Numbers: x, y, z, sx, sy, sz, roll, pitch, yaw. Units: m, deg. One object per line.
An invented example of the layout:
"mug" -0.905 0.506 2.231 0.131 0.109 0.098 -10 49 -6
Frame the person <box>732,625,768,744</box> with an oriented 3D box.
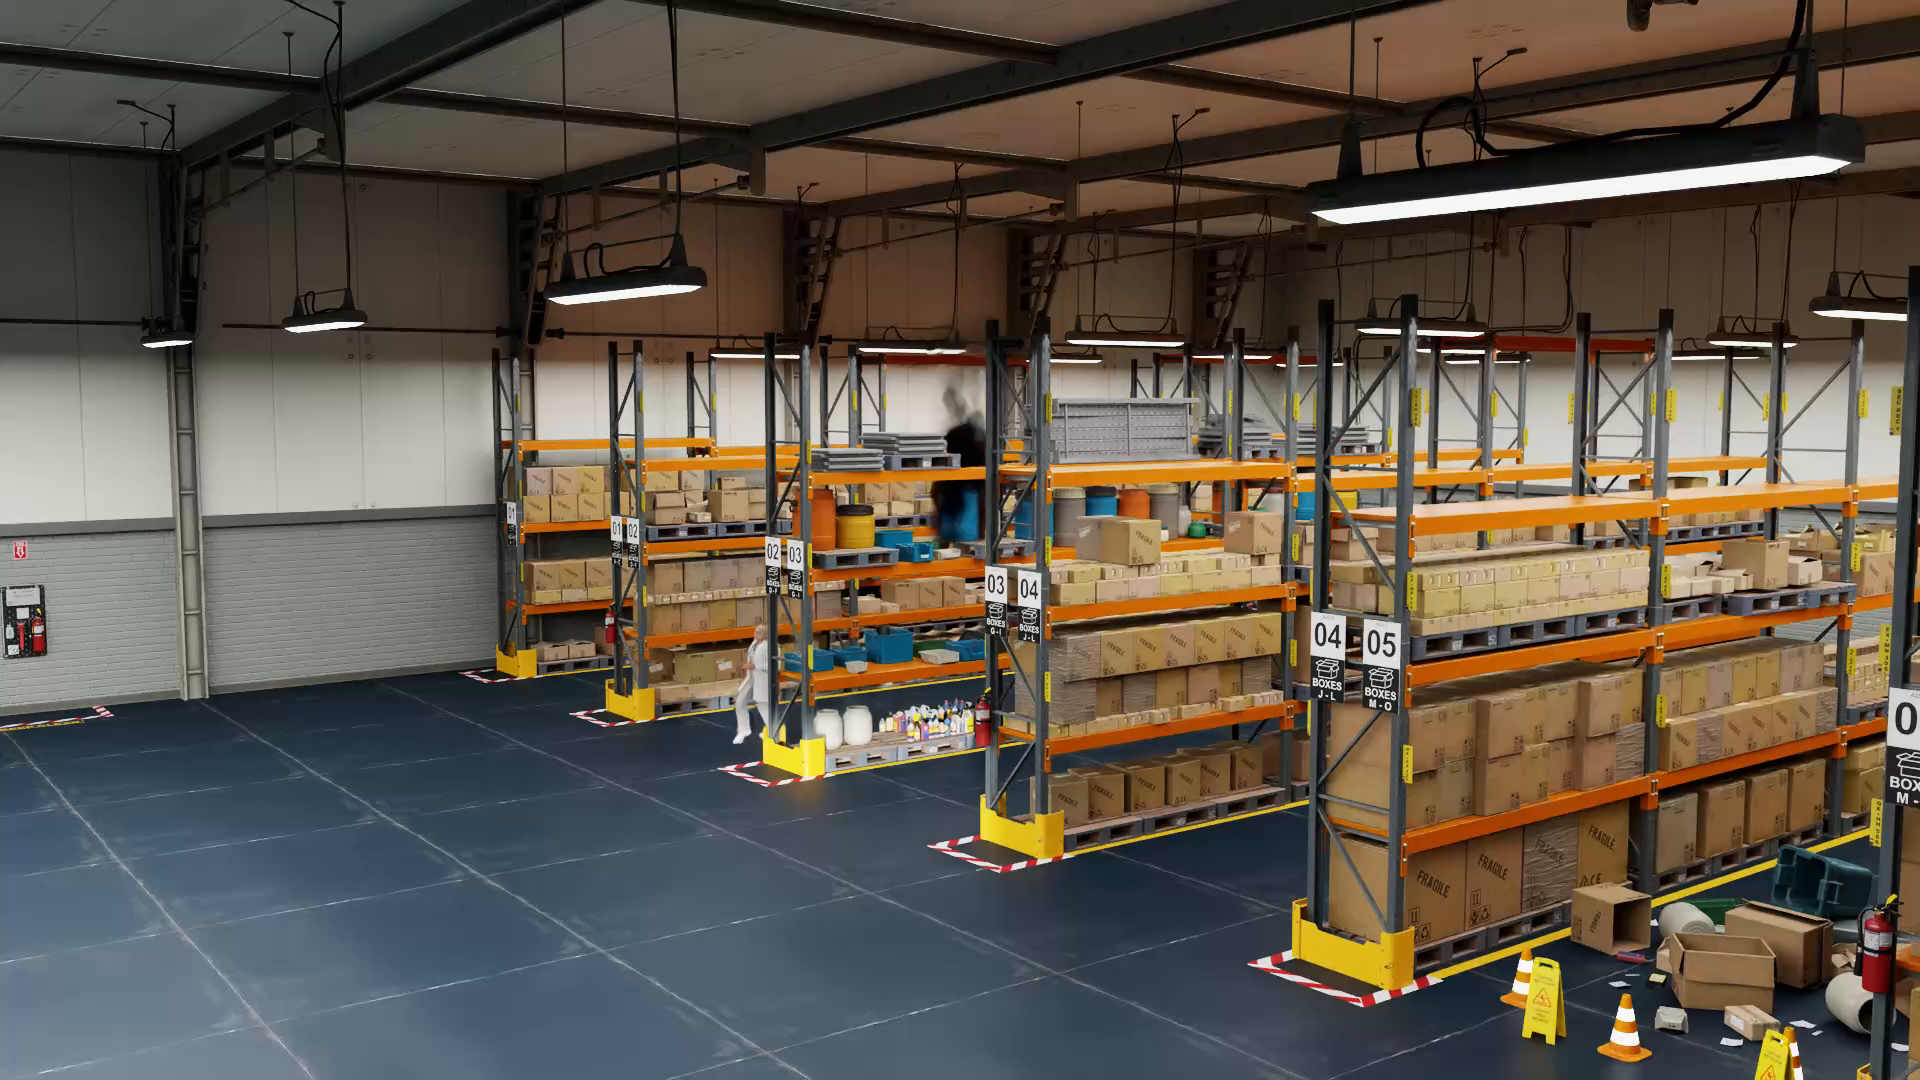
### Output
"person" -2.953 2.148 24.608 0.704 1.821 0.843 4 7 41
